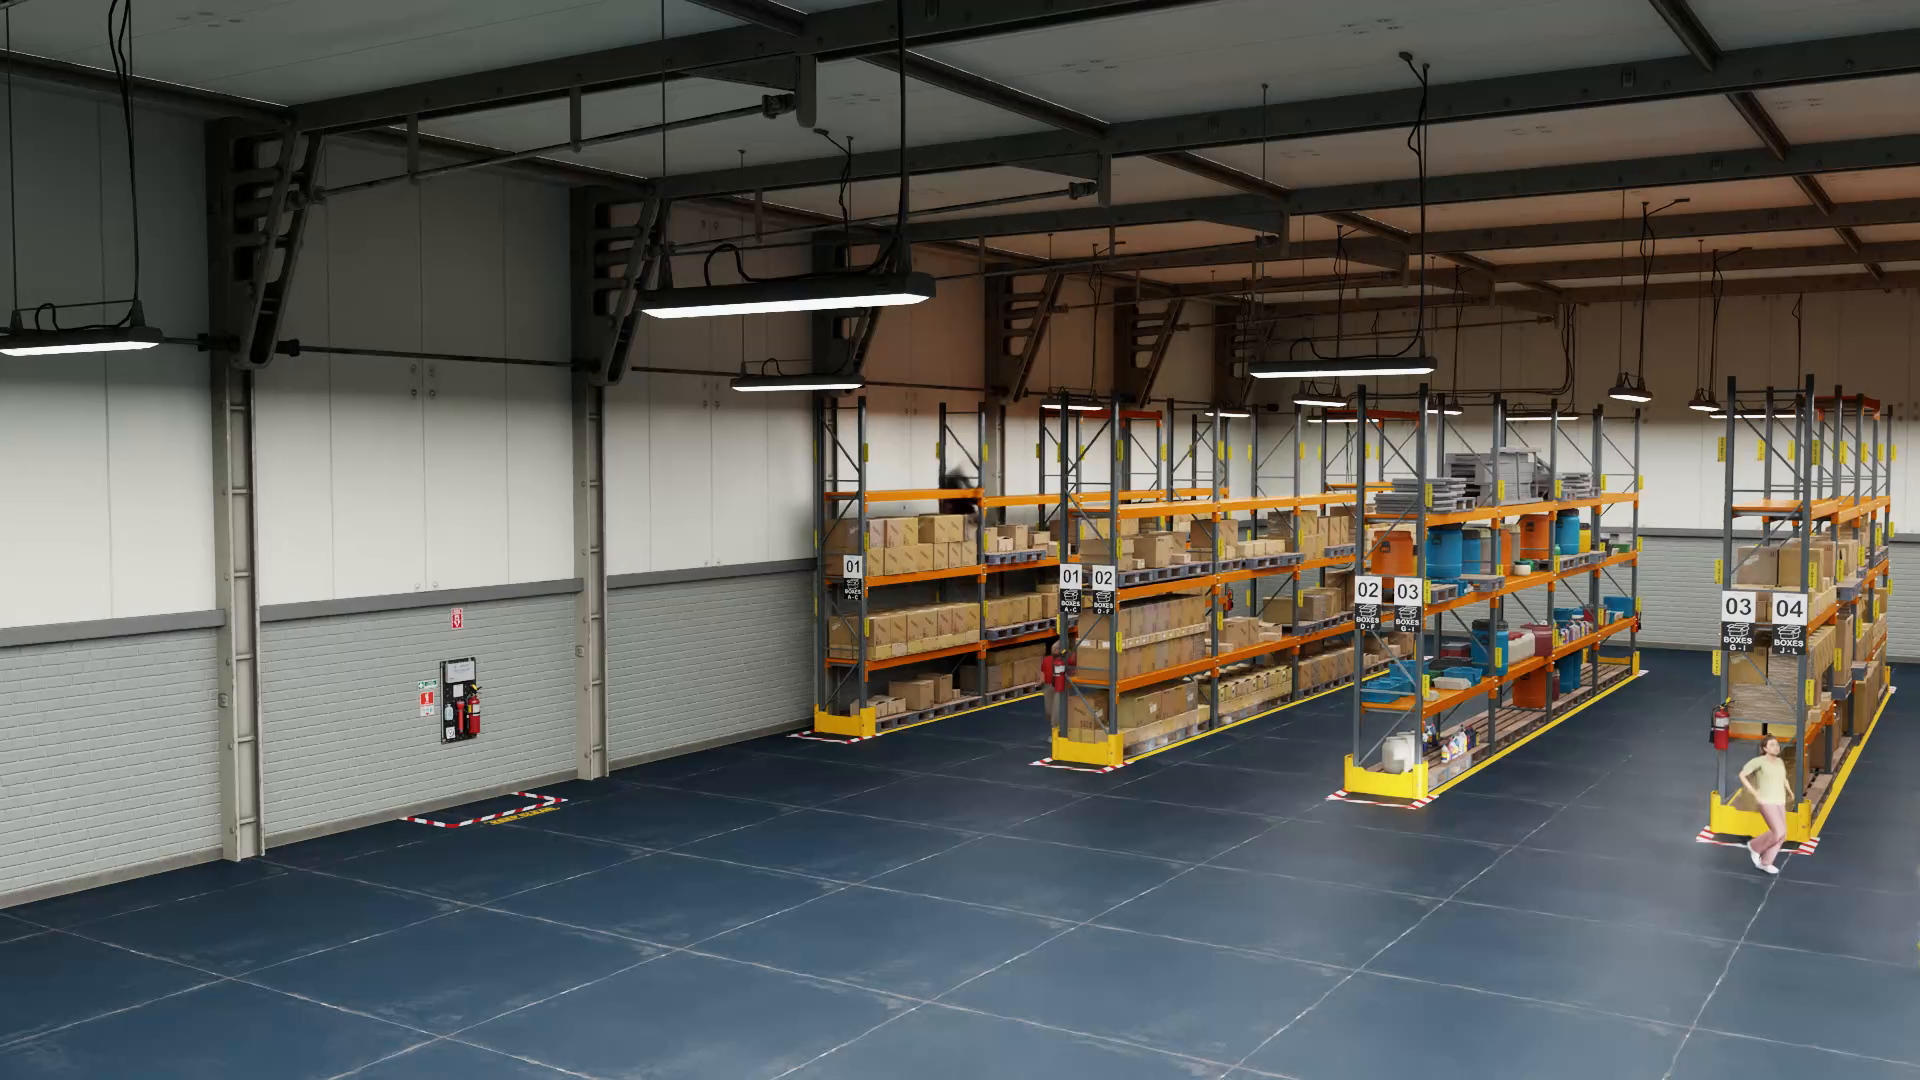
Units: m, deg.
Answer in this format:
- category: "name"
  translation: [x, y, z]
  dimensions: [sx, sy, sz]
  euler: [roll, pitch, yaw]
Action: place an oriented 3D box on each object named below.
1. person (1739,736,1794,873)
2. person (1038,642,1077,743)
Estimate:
- category: "person"
  translation: [9.673, 3.153, 19.835]
  dimensions: [0.584, 1.632, 0.514]
  euler: [-1, 3, -18]
- category: "person"
  translation: [1.701, 2.645, 29.076]
  dimensions: [0.663, 1.711, 0.816]
  euler: [1, 3, 26]
